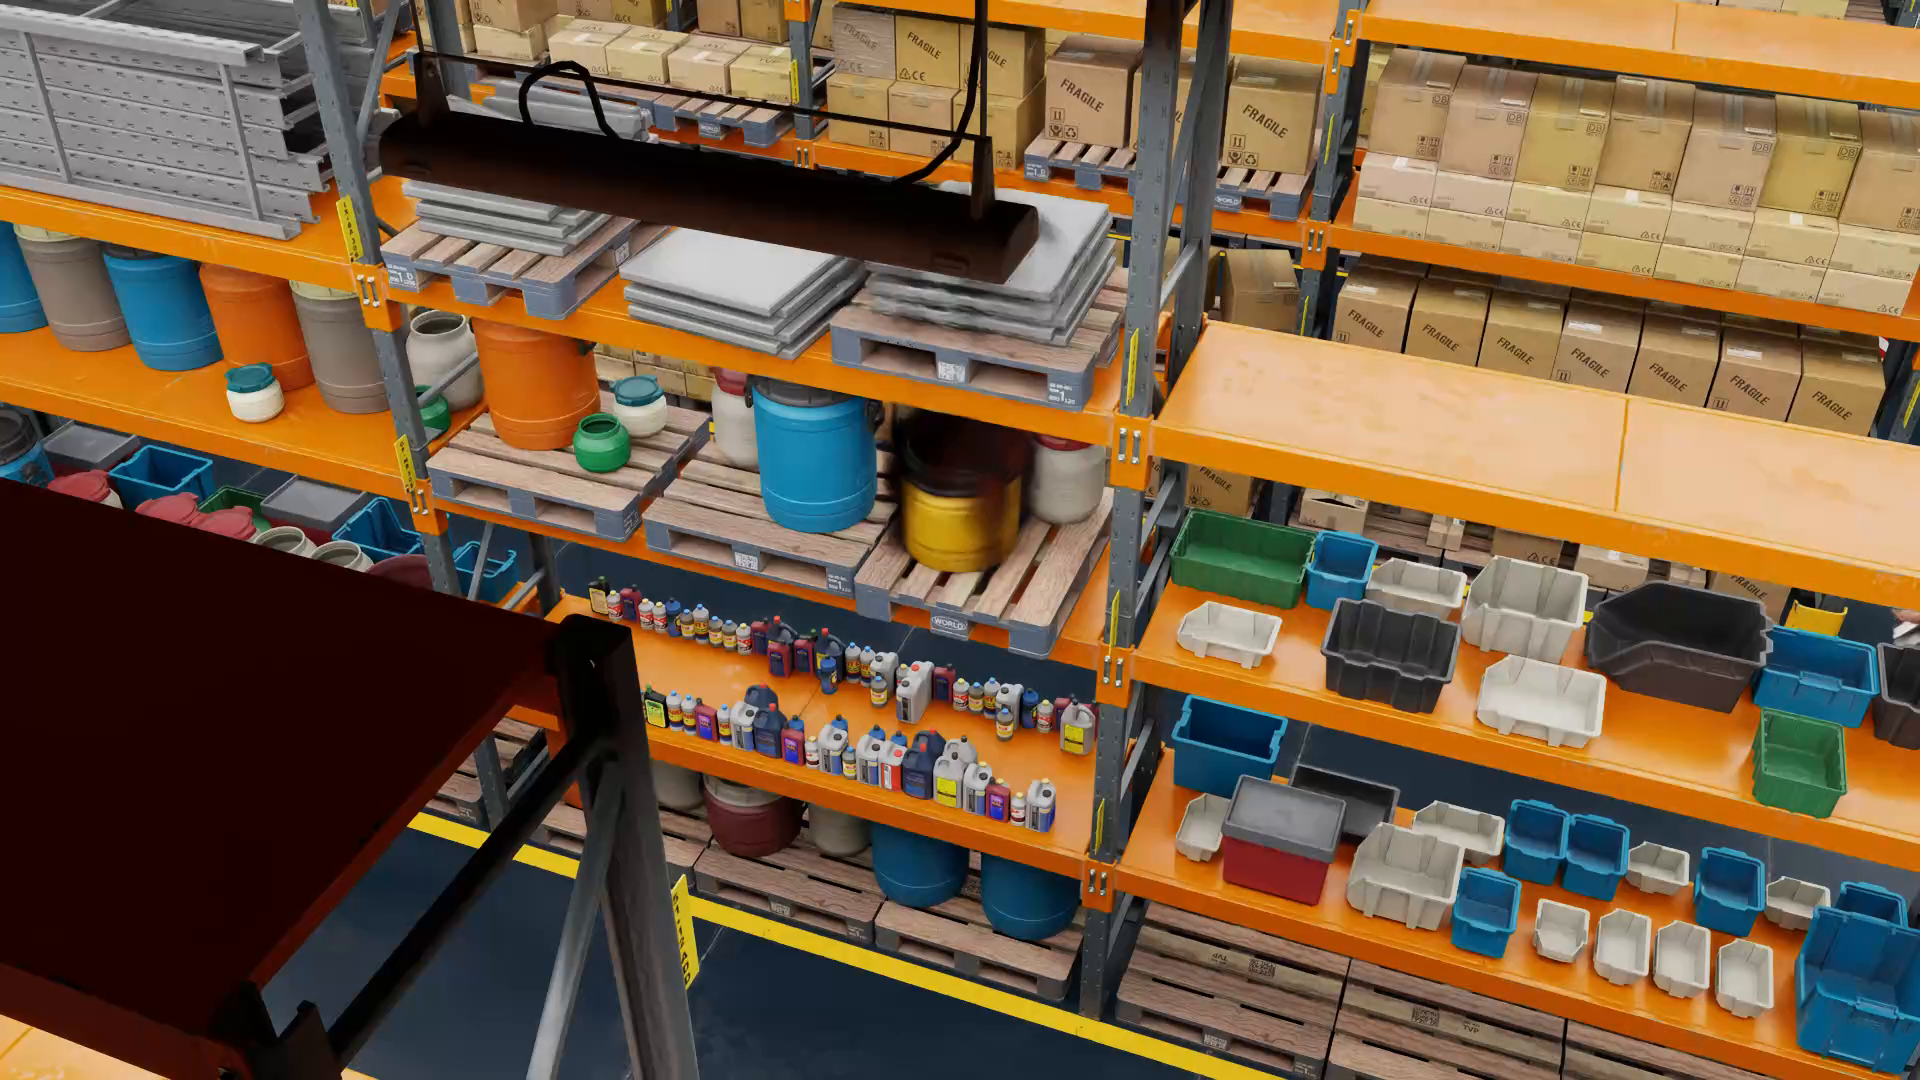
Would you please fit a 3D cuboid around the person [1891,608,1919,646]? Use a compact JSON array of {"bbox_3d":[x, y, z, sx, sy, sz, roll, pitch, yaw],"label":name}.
[{"bbox_3d":[6.591,0.644,11.060,1.029,1.760,0.728,0,36,1],"label":"person"}]
